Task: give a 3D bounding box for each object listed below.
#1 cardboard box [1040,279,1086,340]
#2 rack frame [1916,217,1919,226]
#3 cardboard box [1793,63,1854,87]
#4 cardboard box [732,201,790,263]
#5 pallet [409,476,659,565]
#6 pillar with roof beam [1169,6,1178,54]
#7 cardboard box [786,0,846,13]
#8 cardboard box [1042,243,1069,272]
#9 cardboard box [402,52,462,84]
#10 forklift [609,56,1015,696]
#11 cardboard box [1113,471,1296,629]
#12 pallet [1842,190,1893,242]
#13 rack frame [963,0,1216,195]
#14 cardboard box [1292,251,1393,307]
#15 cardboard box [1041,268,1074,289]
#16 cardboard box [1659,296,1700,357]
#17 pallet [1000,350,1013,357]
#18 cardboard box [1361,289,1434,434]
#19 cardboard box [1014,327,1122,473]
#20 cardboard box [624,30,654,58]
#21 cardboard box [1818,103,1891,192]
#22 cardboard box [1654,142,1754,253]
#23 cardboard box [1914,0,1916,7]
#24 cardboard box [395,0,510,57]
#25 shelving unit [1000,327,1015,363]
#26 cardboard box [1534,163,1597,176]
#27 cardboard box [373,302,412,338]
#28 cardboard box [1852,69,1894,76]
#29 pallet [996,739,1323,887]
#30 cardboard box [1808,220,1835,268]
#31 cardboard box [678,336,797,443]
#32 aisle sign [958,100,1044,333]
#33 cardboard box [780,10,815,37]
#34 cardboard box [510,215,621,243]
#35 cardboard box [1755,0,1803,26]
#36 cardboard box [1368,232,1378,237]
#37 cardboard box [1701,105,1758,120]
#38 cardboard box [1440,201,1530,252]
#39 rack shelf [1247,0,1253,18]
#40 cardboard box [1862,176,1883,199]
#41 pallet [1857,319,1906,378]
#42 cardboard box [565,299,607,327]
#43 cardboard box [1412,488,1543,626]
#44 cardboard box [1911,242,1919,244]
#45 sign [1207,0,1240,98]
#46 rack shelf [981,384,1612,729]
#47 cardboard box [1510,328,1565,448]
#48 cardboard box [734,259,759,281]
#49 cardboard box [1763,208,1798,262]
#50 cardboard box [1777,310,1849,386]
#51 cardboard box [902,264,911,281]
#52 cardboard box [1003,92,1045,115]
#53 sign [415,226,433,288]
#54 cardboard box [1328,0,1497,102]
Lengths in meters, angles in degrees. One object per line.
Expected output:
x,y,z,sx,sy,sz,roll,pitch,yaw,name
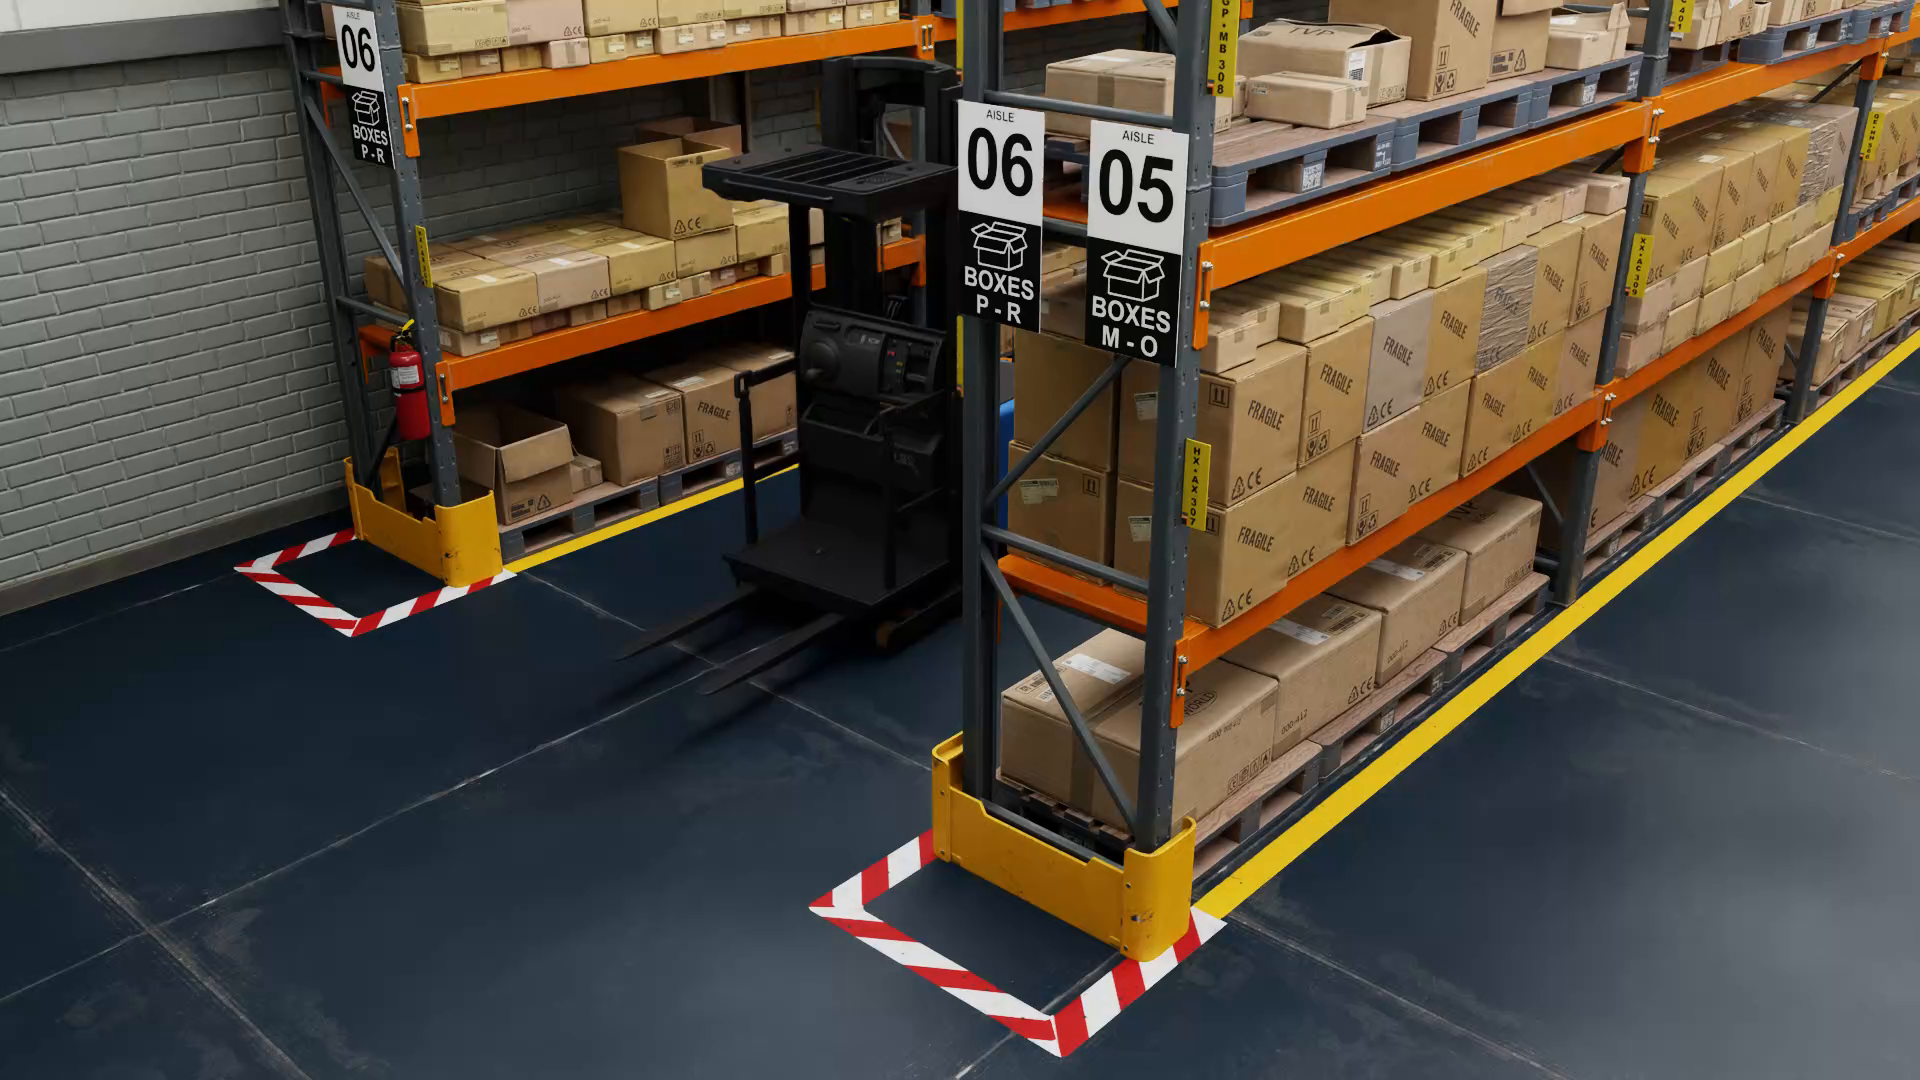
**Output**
0.512,-0.877,6.402,0.380,0.149,0.250,21,31,38,cardboard box
8.430,-3.571,14.548,1.000,3.000,0.127,20,31,38,rack frame
6.642,-3.597,12.814,0.380,0.149,0.250,18,30,35,cardboard box
-1.432,-2.029,10.928,0.500,0.250,0.500,20,31,37,cardboard box
-2.695,-0.263,10.579,1.003,0.211,1.213,20,31,38,pallet
5.466,-5.912,12.436,9.100,9.000,0.400,20,31,38,pillar with roof beam
-1.083,-3.547,10.649,0.500,0.250,0.500,19,30,36,cardboard box
0.654,-2.287,13.433,0.380,0.149,0.250,22,32,39,cardboard box
-2.892,-2.557,8.927,0.380,0.149,0.250,21,32,39,cardboard box
-0.611,-0.962,8.814,1.130,2.935,3.031,17,29,33,forklift
0.955,-0.029,6.525,0.500,0.500,0.500,20,31,37,cardboard box
6.157,-2.511,12.419,1.213,0.211,1.003,20,31,38,pallet
0.421,-2.653,5.167,1.000,3.000,0.127,20,31,38,rack frame
1.543,-1.072,6.838,0.380,0.149,0.250,21,31,38,cardboard box
0.567,-1.941,13.454,0.500,0.500,0.500,19,30,36,cardboard box
3.925,-1.285,9.634,0.500,0.250,0.500,19,31,36,cardboard box
-0.093,-1.474,13.279,1.003,0.211,1.213,20,31,38,pallet
1.631,-0.804,7.032,0.500,0.500,0.500,20,31,37,cardboard box
0.566,-0.629,6.642,0.500,0.500,0.500,21,32,39,cardboard box
-2.021,-2.939,9.780,0.380,0.149,0.250,20,31,37,cardboard box
6.233,-2.799,11.828,0.500,0.500,0.500,19,30,36,cardboard box
4.254,-2.006,9.713,0.500,0.500,0.500,19,31,36,cardboard box
6.401,-4.053,11.834,0.700,0.500,0.500,20,31,38,cardboard box
-2.778,-2.766,8.906,0.500,0.250,0.500,20,31,37,cardboard box
0.222,-0.776,10.515,0.189,1.200,0.258,6,25,13,shelving unit
3.202,-1.840,9.344,0.500,0.500,0.500,21,32,39,cardboard box
-3.256,-1.329,9.855,0.380,0.149,0.250,20,31,37,cardboard box
7.230,-3.580,13.569,0.500,0.500,0.500,20,31,37,cardboard box
0.897,1.092,7.556,1.003,0.211,1.213,20,31,38,pallet
5.616,-2.059,11.359,0.500,0.250,0.500,19,30,36,cardboard box
-1.506,-1.047,11.461,0.700,0.500,0.500,19,30,36,cardboard box
0.142,-1.164,6.002,0.394,0.787,0.004,20,31,38,aisle sign
-1.147,-3.325,10.640,0.380,0.149,0.250,20,31,37,cardboard box
-2.489,-1.856,10.542,0.500,0.250,0.500,21,32,39,cardboard box
4.571,-3.094,9.469,0.258,0.266,0.396,-21,32,-39,cardboard box
1.872,-1.503,7.800,0.380,0.149,0.250,20,31,37,cardboard box
4.925,-2.617,11.076,0.500,0.500,0.500,20,31,38,cardboard box
2.396,-1.459,7.700,0.380,0.149,0.250,20,31,37,cardboard box
3.396,-5.357,15.743,1.077,0.370,4.000,20,31,38,rack shelf
6.547,-2.625,12.233,0.380,0.149,0.250,18,30,34,cardboard box
7.098,-1.688,13.756,1.003,0.211,1.213,20,31,38,pallet
-2.355,-1.420,10.057,0.380,0.149,0.250,21,32,39,cardboard box
2.592,0.006,9.189,0.875,0.438,0.875,20,31,37,cardboard box
9.025,-2.614,15.262,0.500,0.250,0.500,18,30,35,cardboard box
0.831,-1.565,5.244,0.100,0.325,0.005,20,31,38,sign
1.756,-0.196,7.901,1.077,0.370,4.000,20,31,38,rack shelf
2.633,-0.810,8.268,0.500,0.500,0.500,19,31,36,cardboard box
-1.546,-1.830,10.972,0.380,0.149,0.250,21,31,38,cardboard box
4.961,-1.976,10.564,0.500,0.250,0.500,19,30,36,cardboard box
6.145,-1.514,12.660,0.950,0.372,0.625,18,30,34,cardboard box
-0.216,-2.024,12.483,0.380,0.149,0.250,19,31,37,cardboard box
0.751,-3.208,13.104,0.700,0.500,0.500,20,31,37,cardboard box
-2.873,-1.516,8.907,0.100,0.325,0.005,20,31,38,sign
1.879,-2.140,6.932,0.500,0.500,0.500,21,31,38,cardboard box
